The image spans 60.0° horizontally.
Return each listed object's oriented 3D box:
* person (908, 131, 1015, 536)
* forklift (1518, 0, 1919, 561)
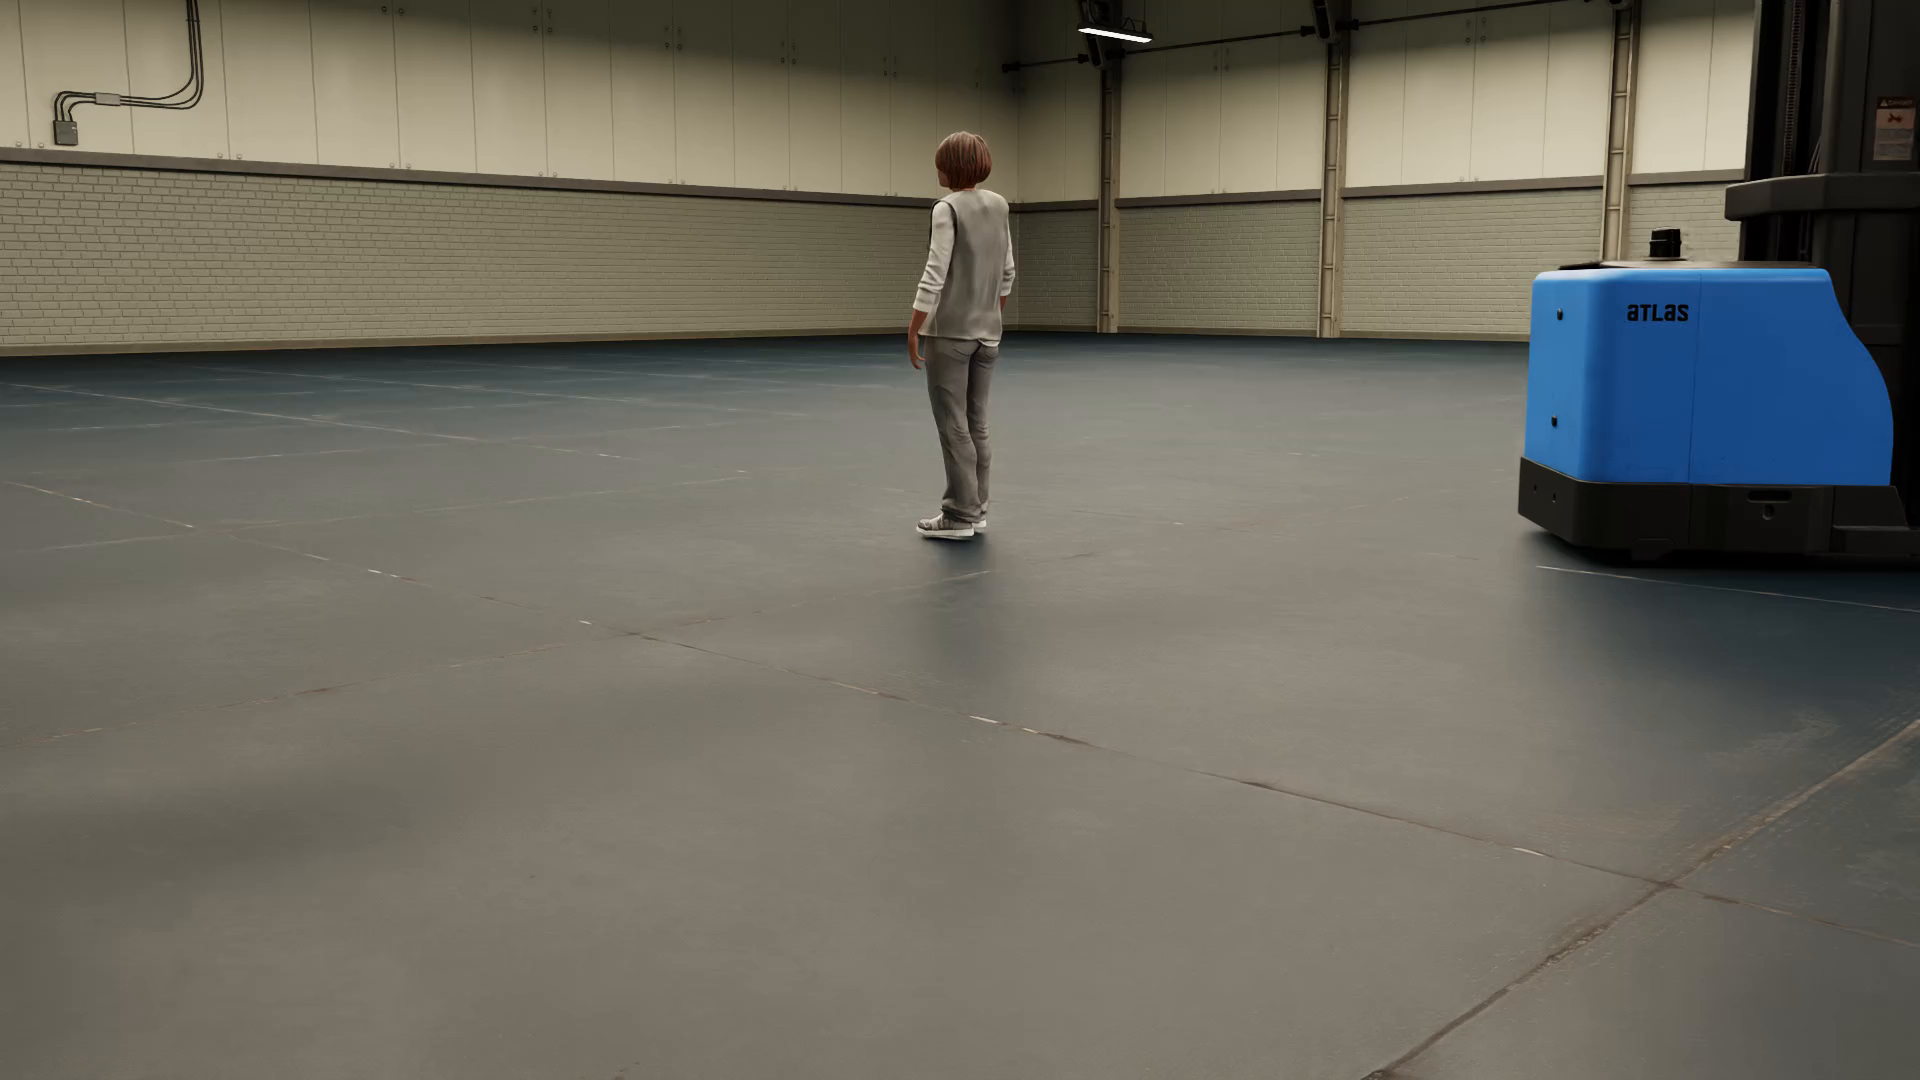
[{"bbox_3d":[-0.044,-0.806,6.659,0.473,1.599,0.521,8,12,43],"label":"person"},{"bbox_3d":[3.803,-1.403,6.193,3.031,2.935,1.130,1,9,6],"label":"forklift"}]
